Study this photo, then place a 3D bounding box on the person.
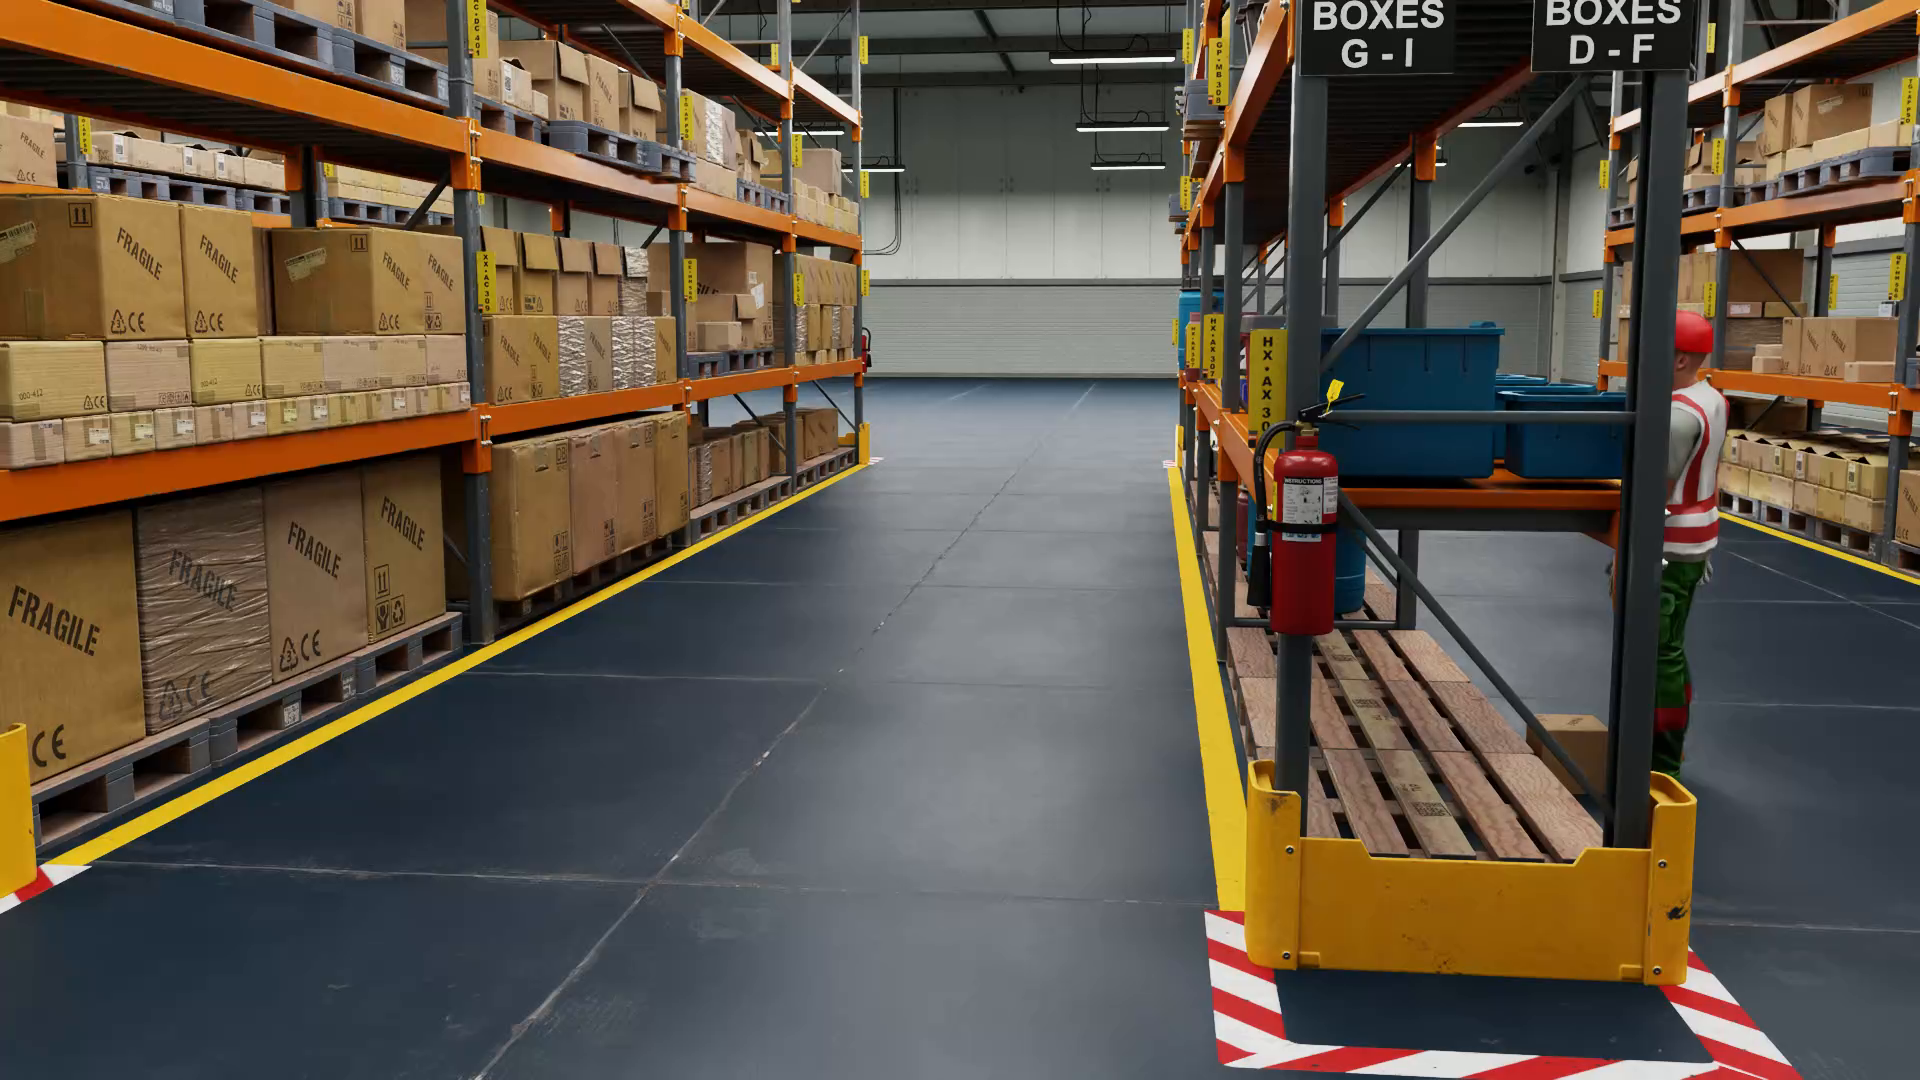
[{"bbox_3d":[2.622,0.049,6.228,0.420,1.806,0.725,6,9,37],"label":"person"}]
